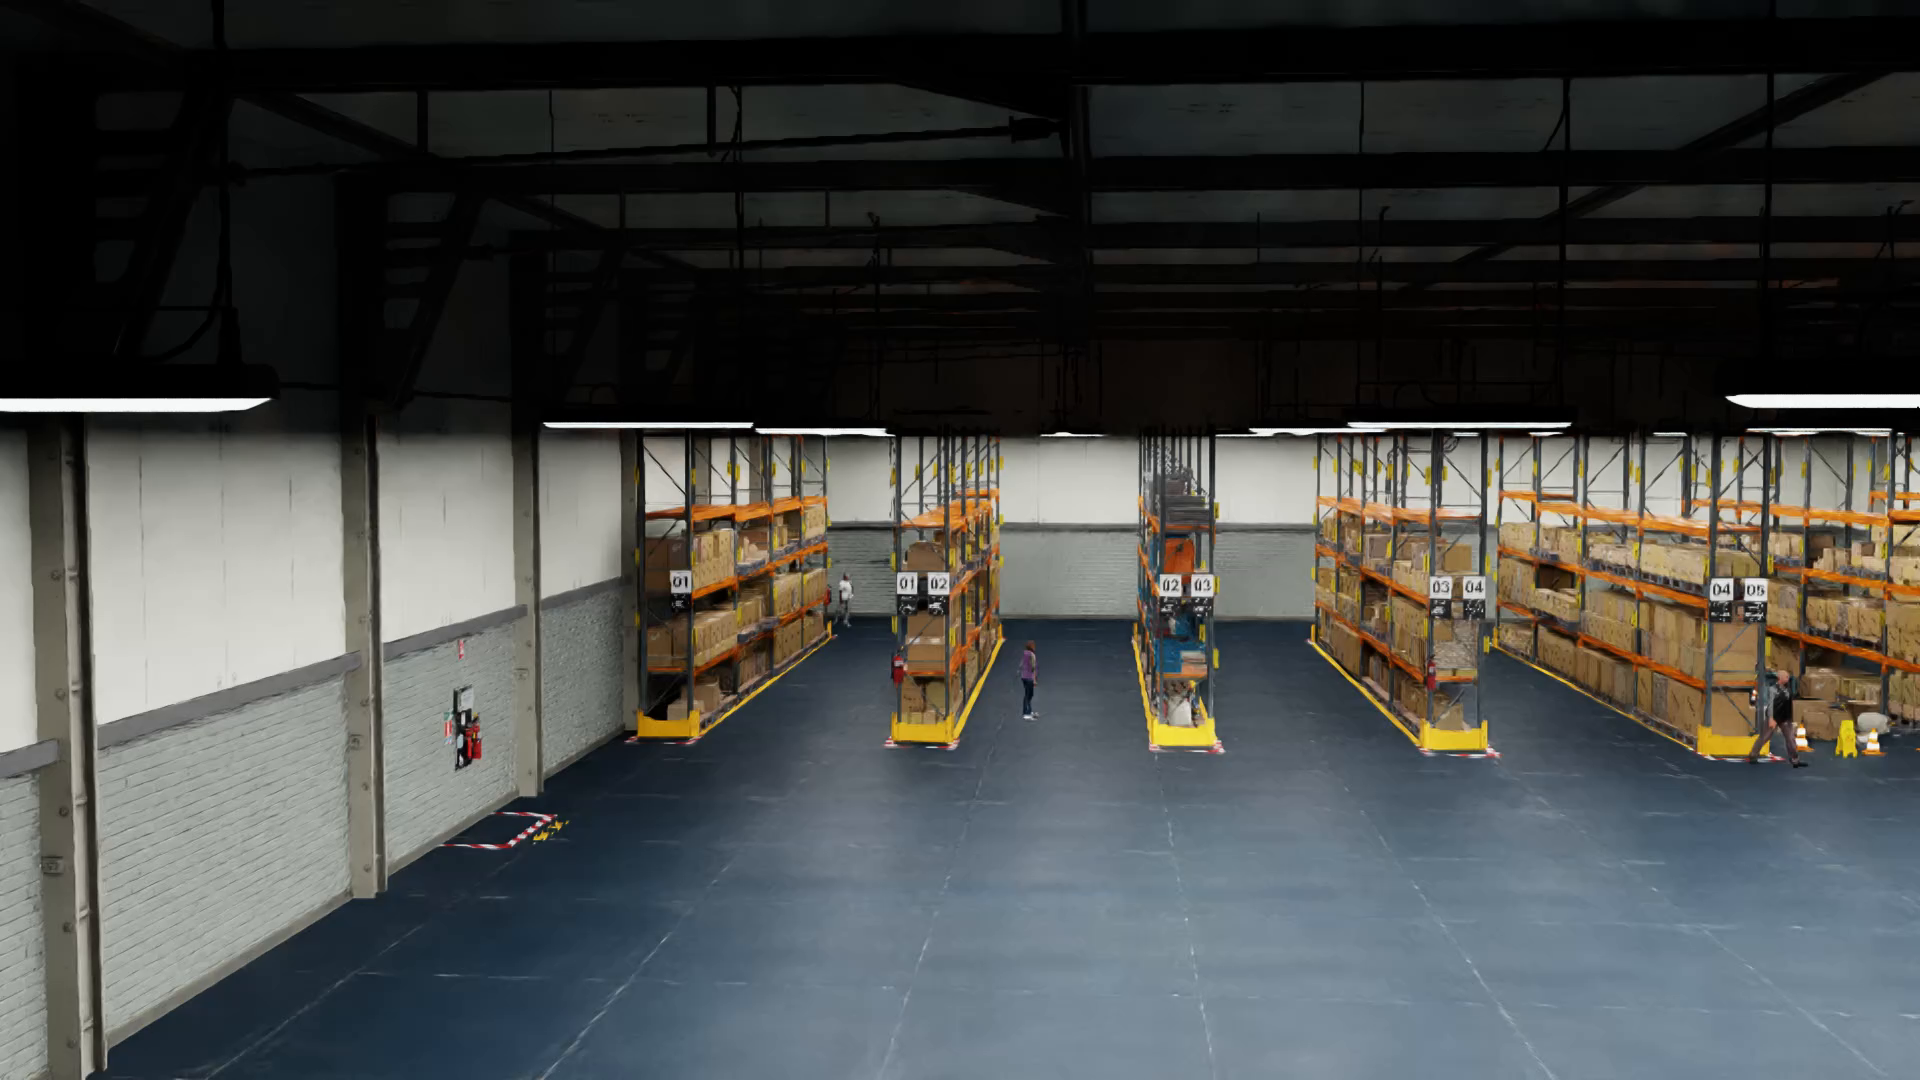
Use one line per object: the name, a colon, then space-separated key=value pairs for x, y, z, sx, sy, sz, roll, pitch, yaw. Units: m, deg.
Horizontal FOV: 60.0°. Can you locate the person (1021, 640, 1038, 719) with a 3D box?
person: x=1.454 y=2.839 z=34.008 sx=0.419 sy=1.603 sz=0.504 roll=-1 pitch=4 yaw=-23

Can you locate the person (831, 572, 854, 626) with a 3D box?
person: x=-3.623 y=1.802 z=50.918 sx=0.677 sy=1.663 sz=0.505 roll=-3 pitch=4 yaw=-38

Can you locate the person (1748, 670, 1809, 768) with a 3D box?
person: x=14.261 y=3.113 z=29.006 sx=0.580 sy=1.693 sz=0.932 roll=-1 pitch=4 yaw=-22
